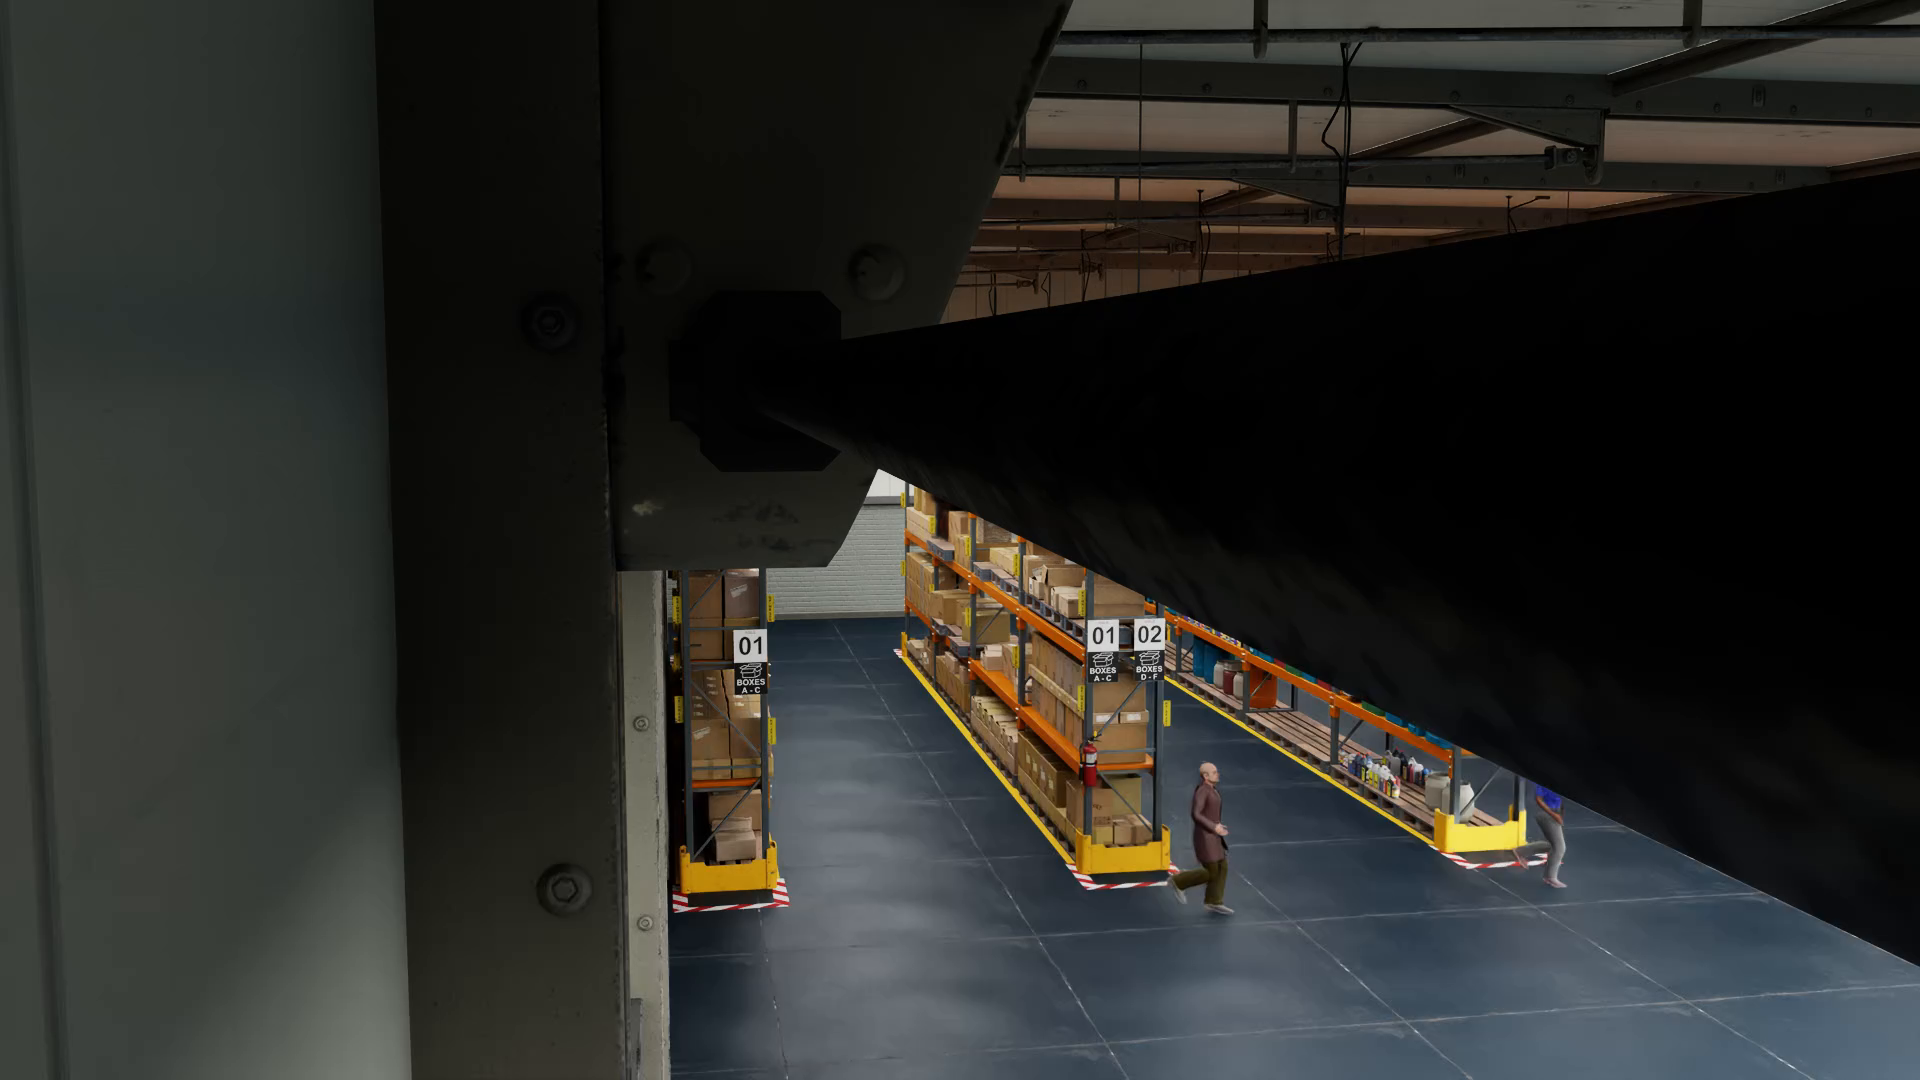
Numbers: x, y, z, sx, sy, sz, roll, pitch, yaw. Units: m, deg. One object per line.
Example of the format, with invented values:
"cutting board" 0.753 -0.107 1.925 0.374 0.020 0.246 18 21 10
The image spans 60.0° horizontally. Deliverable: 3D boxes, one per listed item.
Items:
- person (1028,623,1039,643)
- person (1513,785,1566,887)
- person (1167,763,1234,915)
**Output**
"person" 1.585 1.622 34.989 0.587 1.852 0.851 -2 6 -22
"person" 7.154 3.417 20.457 0.670 1.660 0.589 4 7 34
"person" 2.815 3.468 19.350 0.784 1.782 0.728 2 6 16
